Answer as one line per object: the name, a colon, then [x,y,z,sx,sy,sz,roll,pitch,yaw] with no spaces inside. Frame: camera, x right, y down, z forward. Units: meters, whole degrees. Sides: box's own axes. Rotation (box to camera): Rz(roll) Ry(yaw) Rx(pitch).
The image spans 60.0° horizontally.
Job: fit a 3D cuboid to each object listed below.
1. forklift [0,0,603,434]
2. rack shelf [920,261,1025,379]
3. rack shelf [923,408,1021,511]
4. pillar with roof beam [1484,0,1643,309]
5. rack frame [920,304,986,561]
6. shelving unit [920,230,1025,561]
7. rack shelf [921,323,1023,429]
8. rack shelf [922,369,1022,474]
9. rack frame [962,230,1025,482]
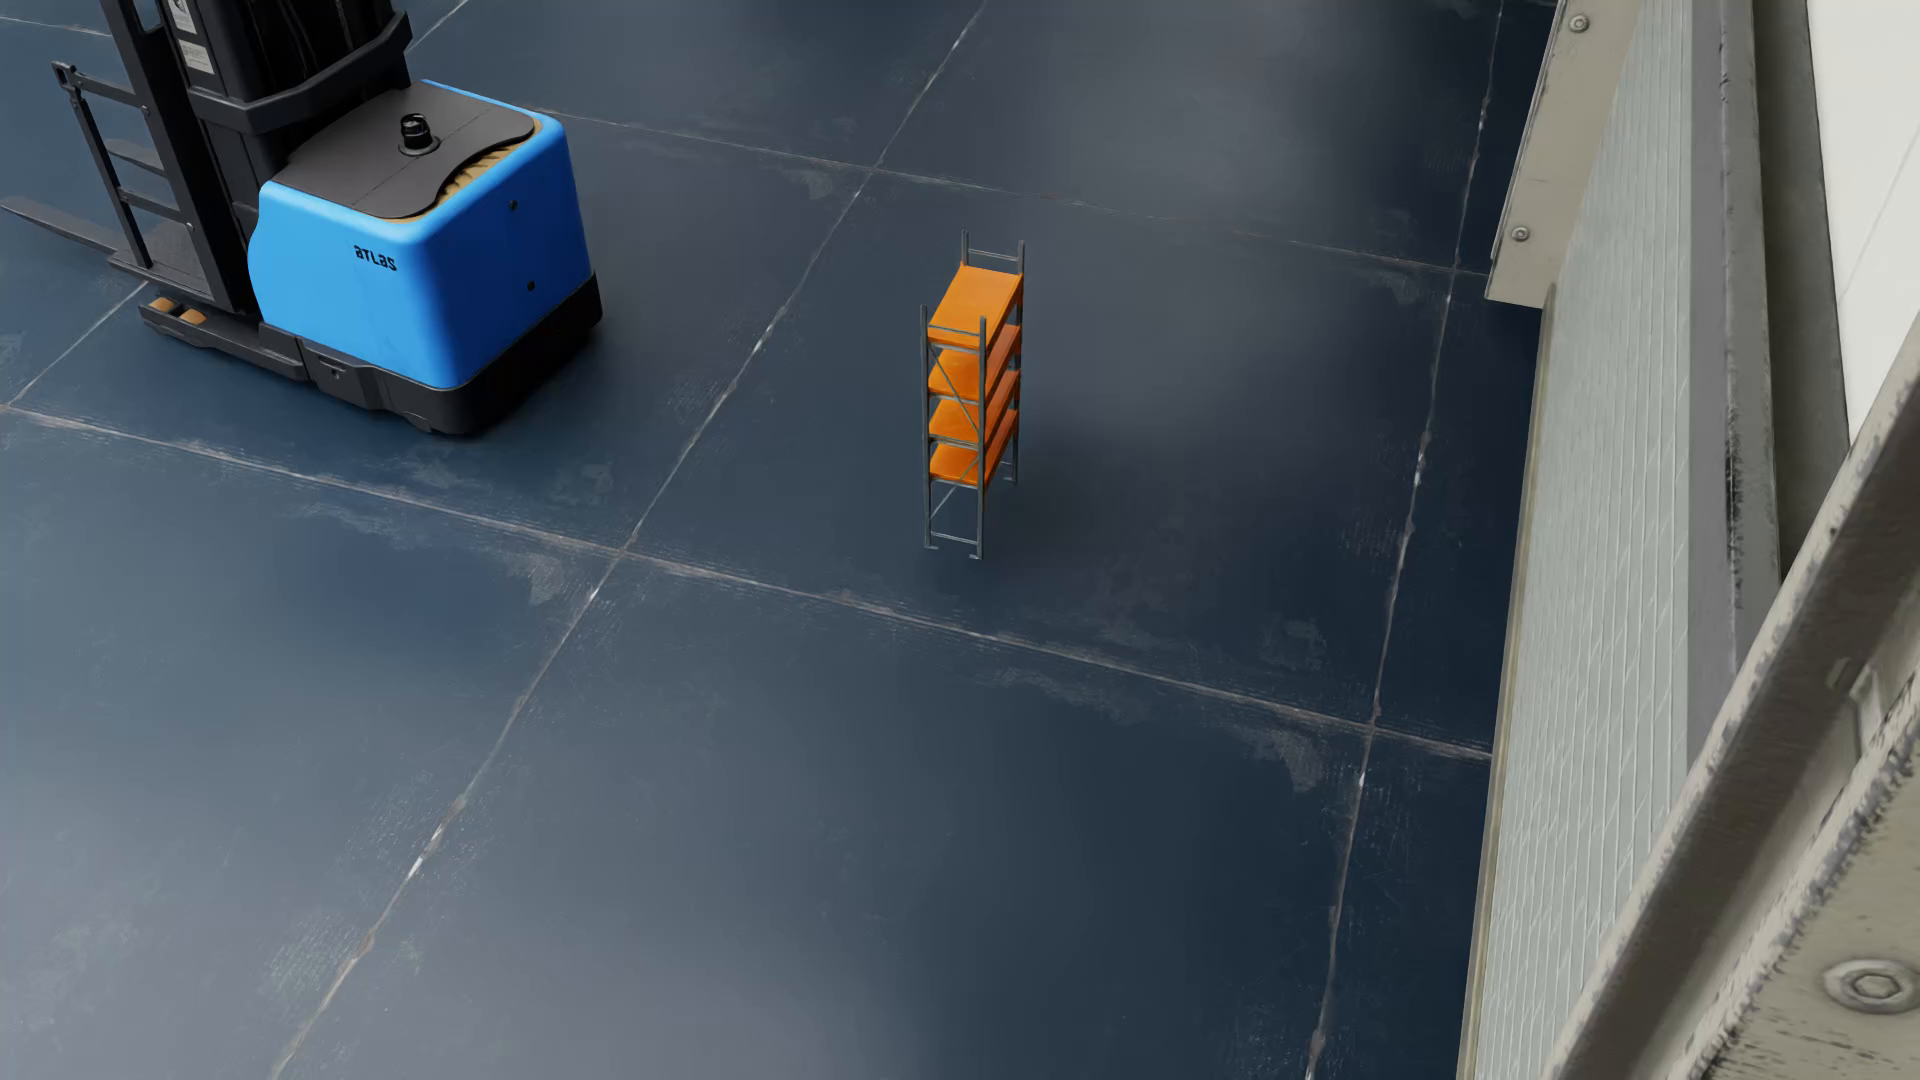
forklift: [-3.203,-2.244,6.947,3.031,2.935,1.130,20,48,20]
rack shelf: [0.050,-0.820,6.168,0.258,0.148,0.480,13,46,13]
rack shelf: [0.050,-0.349,6.629,0.258,0.148,0.480,13,46,13]
pillar with roof beam: [-1.397,-5.379,5.813,9.100,9.000,0.400,13,46,13]
rack frame: [-0.024,-0.377,6.277,0.240,1.200,0.015,13,46,13]
shelving unit: [0.050,-0.539,6.443,0.258,1.200,0.503,13,46,13]
rack shelf: [0.050,-0.651,6.334,0.258,0.148,0.480,13,46,13]
rack shelf: [0.050,-0.491,6.490,0.258,0.148,0.480,13,46,13]
rack frame: [0.124,-0.702,6.609,0.240,1.200,0.015,13,46,13]
